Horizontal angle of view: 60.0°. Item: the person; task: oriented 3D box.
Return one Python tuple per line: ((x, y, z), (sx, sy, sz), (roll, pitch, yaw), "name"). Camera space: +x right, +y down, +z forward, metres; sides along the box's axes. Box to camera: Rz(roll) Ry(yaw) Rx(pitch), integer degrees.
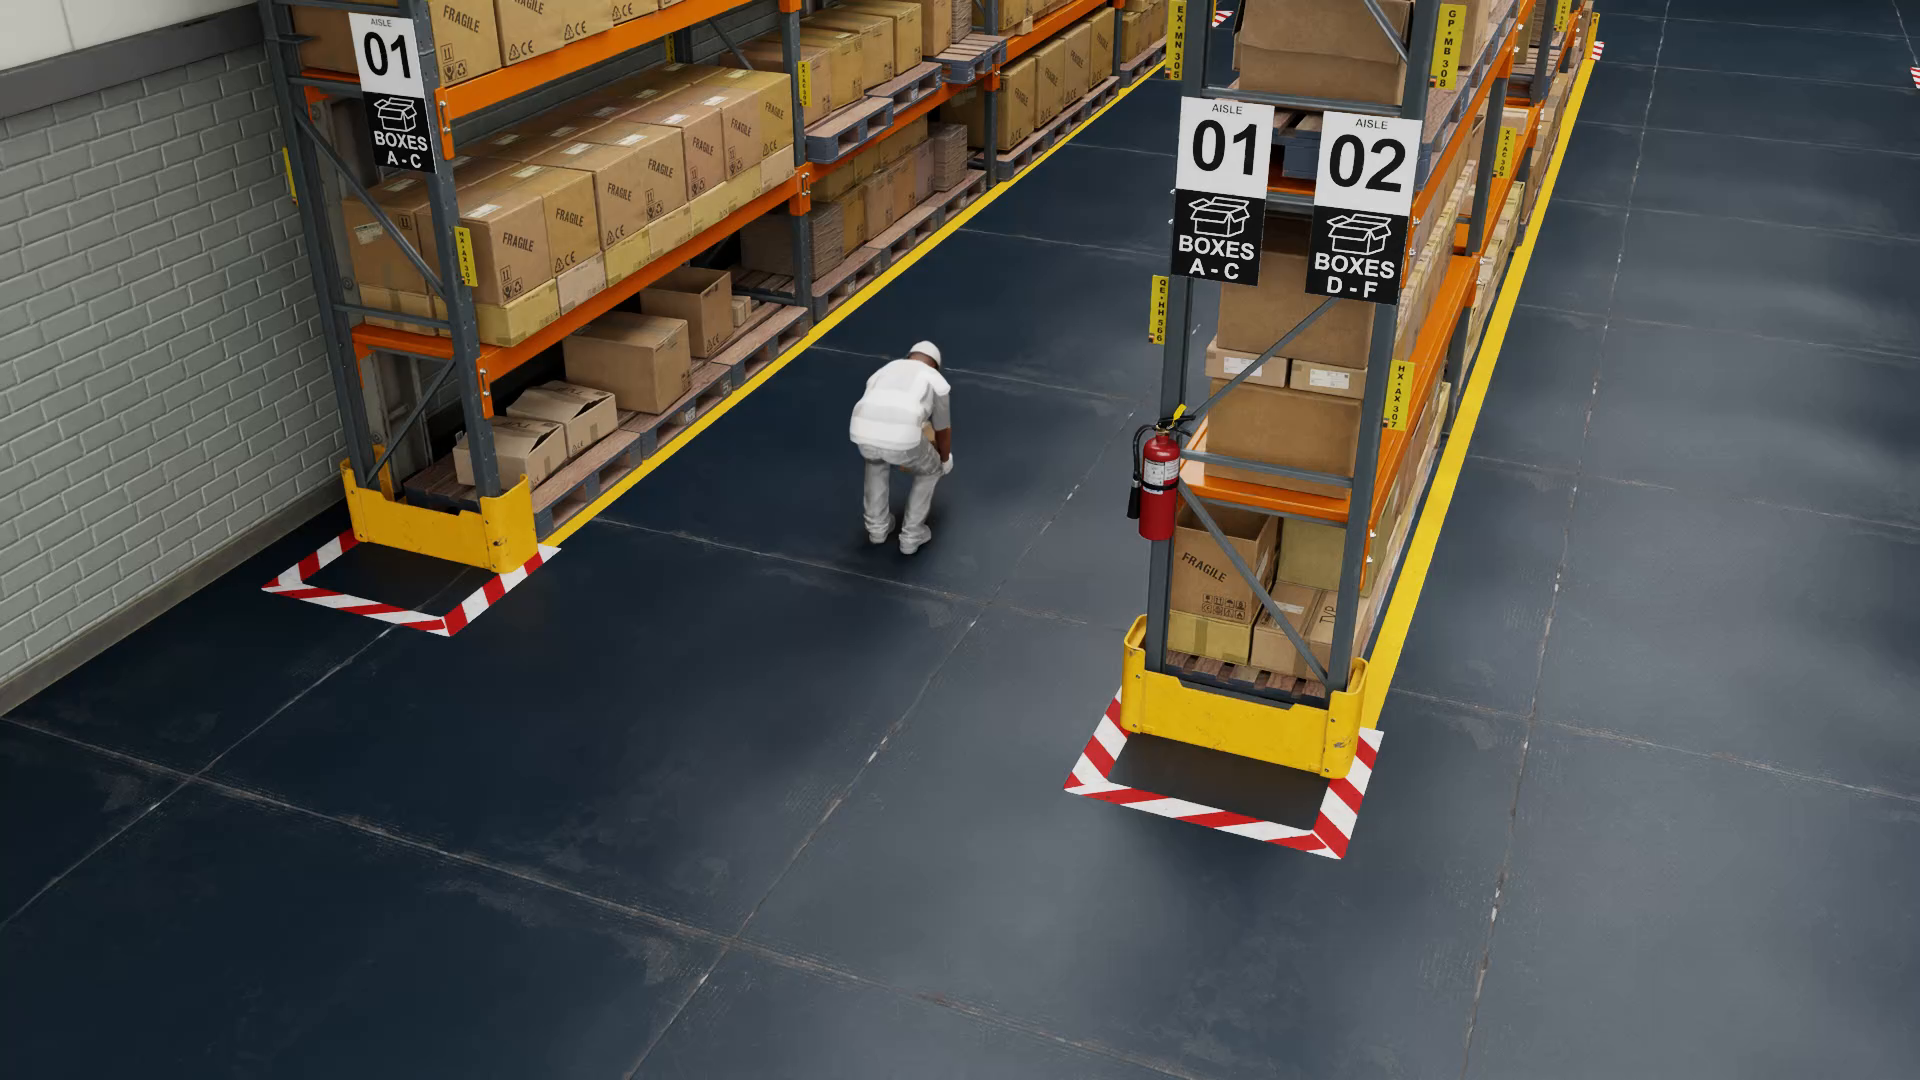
((-0.341, -0.558, 10.084), (0.531, 1.083, 0.977), (10, 31, 17), "person")
